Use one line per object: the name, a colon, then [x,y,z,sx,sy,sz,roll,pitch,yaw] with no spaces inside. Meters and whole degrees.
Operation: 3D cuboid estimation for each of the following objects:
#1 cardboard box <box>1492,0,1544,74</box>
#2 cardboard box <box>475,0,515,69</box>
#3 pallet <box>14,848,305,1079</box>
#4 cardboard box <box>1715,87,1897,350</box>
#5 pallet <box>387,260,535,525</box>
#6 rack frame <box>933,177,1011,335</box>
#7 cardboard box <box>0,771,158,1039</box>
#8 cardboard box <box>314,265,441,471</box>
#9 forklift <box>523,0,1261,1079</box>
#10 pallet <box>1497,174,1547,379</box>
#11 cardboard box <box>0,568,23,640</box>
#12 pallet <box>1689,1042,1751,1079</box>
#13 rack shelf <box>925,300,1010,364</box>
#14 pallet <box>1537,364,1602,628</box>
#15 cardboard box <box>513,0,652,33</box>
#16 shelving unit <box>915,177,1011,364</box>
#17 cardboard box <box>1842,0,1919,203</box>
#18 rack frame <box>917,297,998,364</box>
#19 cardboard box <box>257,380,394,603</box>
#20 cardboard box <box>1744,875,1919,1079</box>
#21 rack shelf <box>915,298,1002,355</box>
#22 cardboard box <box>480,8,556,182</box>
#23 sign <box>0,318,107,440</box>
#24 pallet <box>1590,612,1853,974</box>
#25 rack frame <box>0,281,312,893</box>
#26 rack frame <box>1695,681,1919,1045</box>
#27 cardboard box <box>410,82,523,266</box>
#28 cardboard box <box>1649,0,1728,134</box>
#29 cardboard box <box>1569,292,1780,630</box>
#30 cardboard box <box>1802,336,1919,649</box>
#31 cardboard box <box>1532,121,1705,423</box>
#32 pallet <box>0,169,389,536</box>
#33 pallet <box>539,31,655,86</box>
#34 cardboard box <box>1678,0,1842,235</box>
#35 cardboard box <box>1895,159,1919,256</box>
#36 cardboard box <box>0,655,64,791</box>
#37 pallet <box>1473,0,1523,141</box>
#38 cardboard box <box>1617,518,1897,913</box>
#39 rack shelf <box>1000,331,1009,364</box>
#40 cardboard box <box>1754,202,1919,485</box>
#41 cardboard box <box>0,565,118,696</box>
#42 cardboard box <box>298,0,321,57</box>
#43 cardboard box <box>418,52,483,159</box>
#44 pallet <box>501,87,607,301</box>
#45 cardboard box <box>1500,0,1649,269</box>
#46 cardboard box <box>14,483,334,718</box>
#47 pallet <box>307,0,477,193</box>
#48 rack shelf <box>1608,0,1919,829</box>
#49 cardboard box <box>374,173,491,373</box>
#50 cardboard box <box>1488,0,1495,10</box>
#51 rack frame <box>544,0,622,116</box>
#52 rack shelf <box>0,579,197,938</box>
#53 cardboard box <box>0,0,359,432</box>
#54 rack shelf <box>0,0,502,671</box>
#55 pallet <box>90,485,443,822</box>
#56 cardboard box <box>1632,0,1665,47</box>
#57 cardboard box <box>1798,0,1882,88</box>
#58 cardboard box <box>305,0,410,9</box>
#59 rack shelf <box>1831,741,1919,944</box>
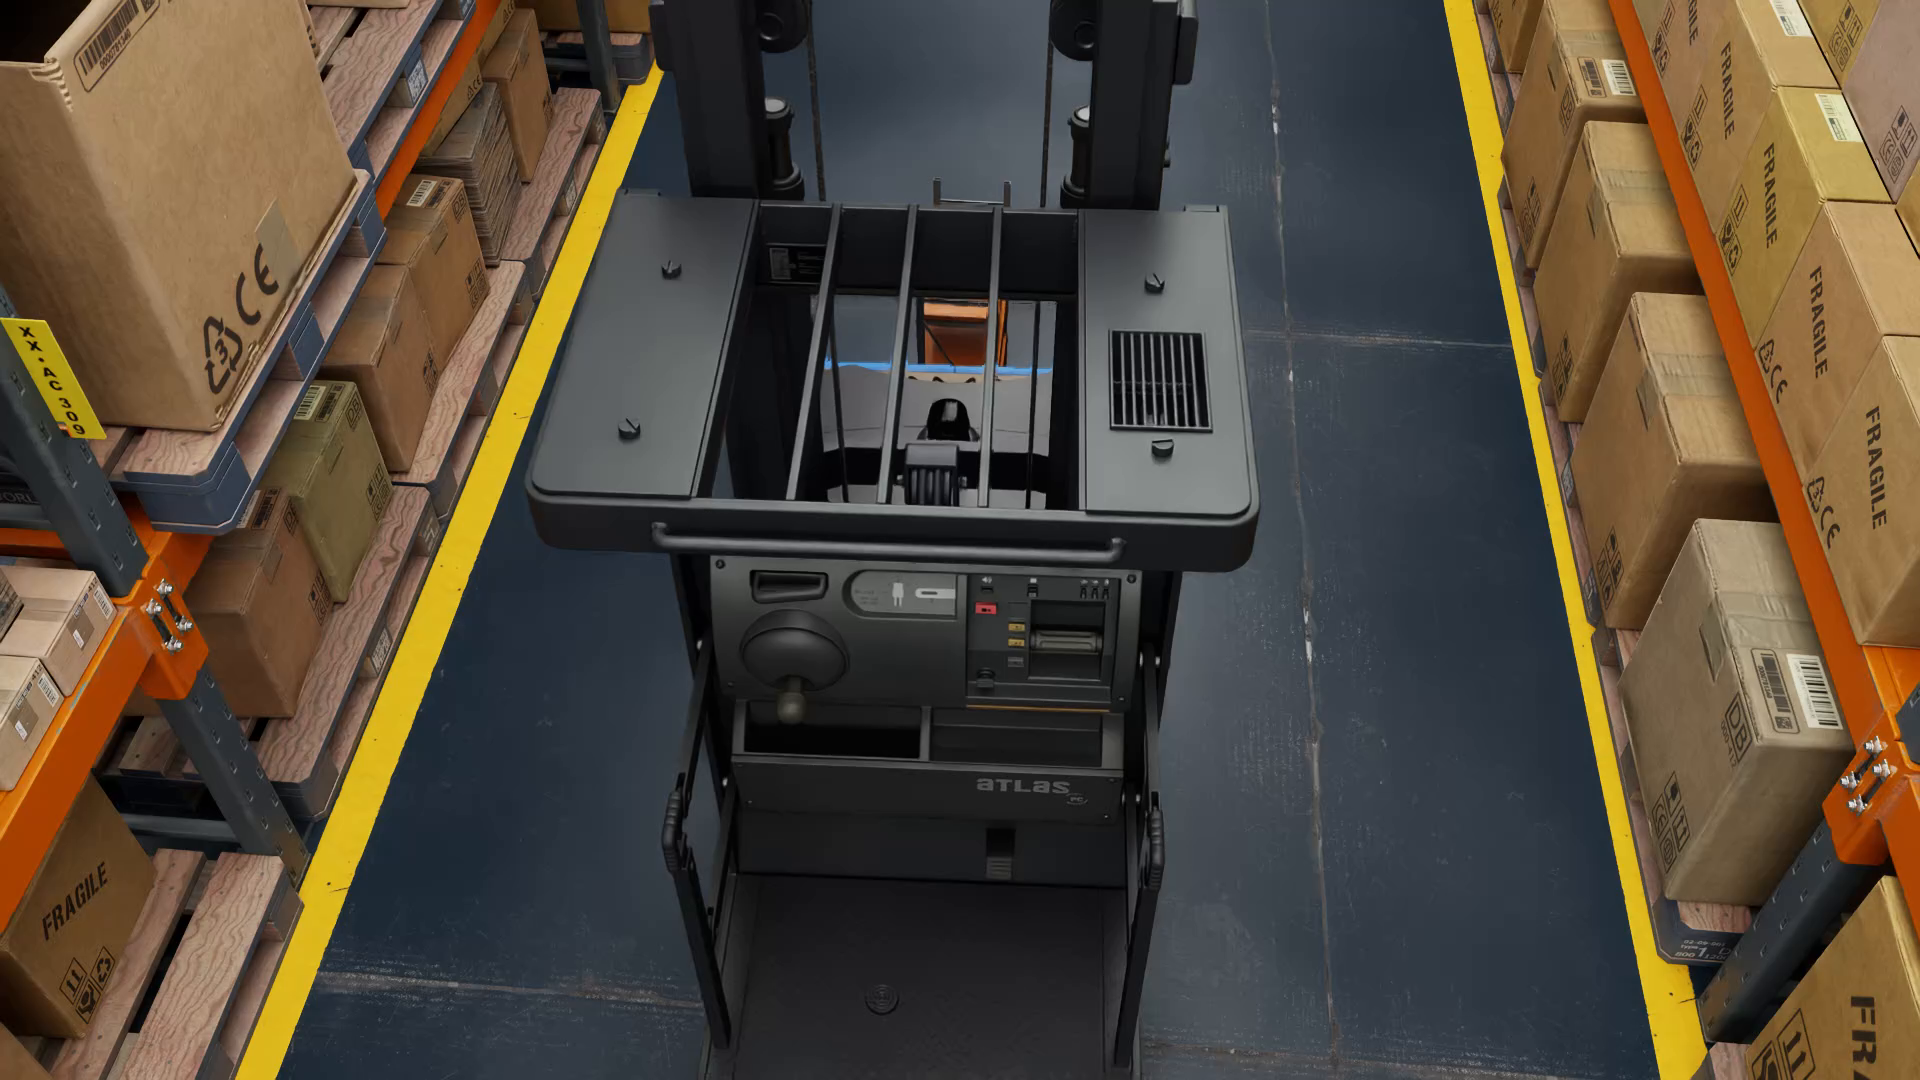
cardboard box: [2.683,-2.398,7.320,0.500,0.500,0.500,4,48,3]
cardboard box: [-2.078,-2.071,6.499,0.500,0.250,0.500,6,48,5]
pallet: [-2.437,1.369,4.355,1.003,0.211,1.213,4,48,4]
cardboard box: [2.392,-0.838,4.416,0.500,0.500,0.500,4,48,4]
pallet: [-2.233,-0.598,6.154,1.003,0.211,1.213,4,48,4]
rack frame: [0.037,-0.706,5.583,0.240,1.200,0.015,4,48,4]
cardboard box: [-2.488,0.925,4.280,0.500,0.500,0.500,3,48,2]
cardboard box: [-2.221,-0.583,5.646,0.700,0.500,0.500,0,48,0]
forklift: [-0.084,0.313,3.478,1.130,2.935,3.031,2,48,2]
pallet: [2.736,-1.084,6.598,1.003,0.211,1.213,4,48,4]
cardboard box: [-2.514,0.125,3.334,0.875,0.500,0.500,4,48,4]
pallet: [2.372,1.835,3.929,1.003,0.211,1.213,4,48,4]
rack shelf: [0.015,-0.632,5.303,0.258,0.148,0.480,4,48,4]
pallet: [2.623,-0.190,5.780,1.003,0.211,1.213,4,48,4]
cardboard box: [-1.963,-2.937,7.559,1.225,0.875,0.875,2,48,2]
shelving unit: [0.015,-0.527,5.419,0.258,1.200,0.503,4,48,4]
cardboard box: [2.650,-1.146,4.020,0.700,0.500,0.500,4,48,4]
rack frame: [-0.007,-0.347,5.255,0.240,1.200,0.015,4,48,4]
cardboard box: [-2.272,-0.171,5.270,0.700,0.500,0.500,4,48,3]
cardboard box: [2.392,1.373,3.617,0.875,0.875,0.875,5,48,4]
rack shelf: [0.015,-0.792,5.129,0.258,0.148,0.480,4,48,4]
cardboard box: [-2.088,-1.818,6.776,0.700,0.500,0.500,2,48,1]
sign: [-1.870,-0.329,3.431,0.100,0.325,0.005,4,48,4]
pallet: [2.514,0.709,4.958,1.003,0.211,1.213,4,48,4]
rack frame: [-2.411,-0.068,3.779,1.000,3.000,0.127,4,48,4]
rack frame: [2.519,0.340,3.406,1.000,3.000,0.127,4,48,4]
cardboard box: [-2.126,-1.410,6.402,0.700,0.500,0.500,0,48,0]
cardboard box: [2.484,-1.577,5.092,0.500,0.500,0.500,4,48,3]
cardboard box: [2.578,-0.213,5.152,1.050,0.750,0.750,4,48,4]
cardboard box: [2.300,-0.095,3.736,0.500,0.500,0.500,4,48,3]
cardboard box: [2.662,-0.898,5.778,1.050,0.750,0.750,5,48,4]
pallet: [-2.197,-0.555,4.355,1.003,0.211,1.213,4,48,4]
pallet: [-1.900,-2.640,8.022,1.003,0.211,1.213,4,48,4]
cardboard box: [2.436,-1.211,4.757,0.500,0.500,0.500,3,48,3]
cardboard box: [2.603,-0.774,3.680,0.700,0.500,0.500,3,48,3]
cardboard box: [-2.170,0.378,3.542,0.380,0.149,0.250,4,48,4]
pallet: [2.956,-2.232,7.649,1.003,0.211,1.213,4,48,4]
cardboard box: [2.486,0.496,4.504,1.050,0.750,0.750,4,48,3]
rack shelf: [0.015,-0.481,5.468,0.258,0.148,0.480,4,48,4]
cardboard box: [2.346,-0.466,4.076,0.500,0.500,0.500,3,48,3]
cardboard box: [-2.138,0.195,3.709,0.380,0.149,0.250,4,48,4]
cardboard box: [-2.345,-1.524,4.757,0.797,0.503,0.637,8,48,8]
cardboard box: [-2.116,-1.680,6.142,0.500,0.250,0.500,9,48,8]
pallet: [-2.119,-1.492,6.971,1.003,0.211,1.213,4,48,4]
cardboard box: [2.738,-1.540,6.366,1.050,0.750,0.750,3,48,3]
cardboard box: [-2.334,0.178,4.950,0.700,0.500,0.500,1,48,1]
pallet: [-2.186,-1.485,5.205,1.003,0.211,1.213,4,48,4]
rack shelf: [2.701,-0.887,5.016,1.077,0.370,4.000,4,48,4]
cardboard box: [-2.171,-0.993,6.021,0.700,0.500,0.500,7,48,7]
cardboard box: [2.734,-2.780,7.669,0.500,0.500,0.500,6,48,5]
rack frame: [-2.047,-3.007,6.467,1.000,3.000,0.127,4,48,4]
rack shelf: [-2.594,1.645,2.700,1.077,0.370,4.000,4,48,4]
cardboard box: [-2.199,-0.986,3.928,1.000,1.000,1.000,4,48,4]
rack shelf: [-2.229,-1.295,5.389,1.077,0.370,4.000,4,48,4]
pallet: [-2.342,0.301,5.331,1.003,0.211,1.213,4,48,4]
cardboard box: [2.530,-1.947,5.431,0.500,0.500,0.500,3,48,3]
cardboard box: [2.697,-1.517,4.359,0.700,0.500,0.500,3,48,3]
cardboard box: [-1.930,-1.860,5.225,0.396,0.266,0.258,3,48,2]
rack shelf: [2.337,2.053,2.327,1.077,0.370,4.000,4,48,4]
